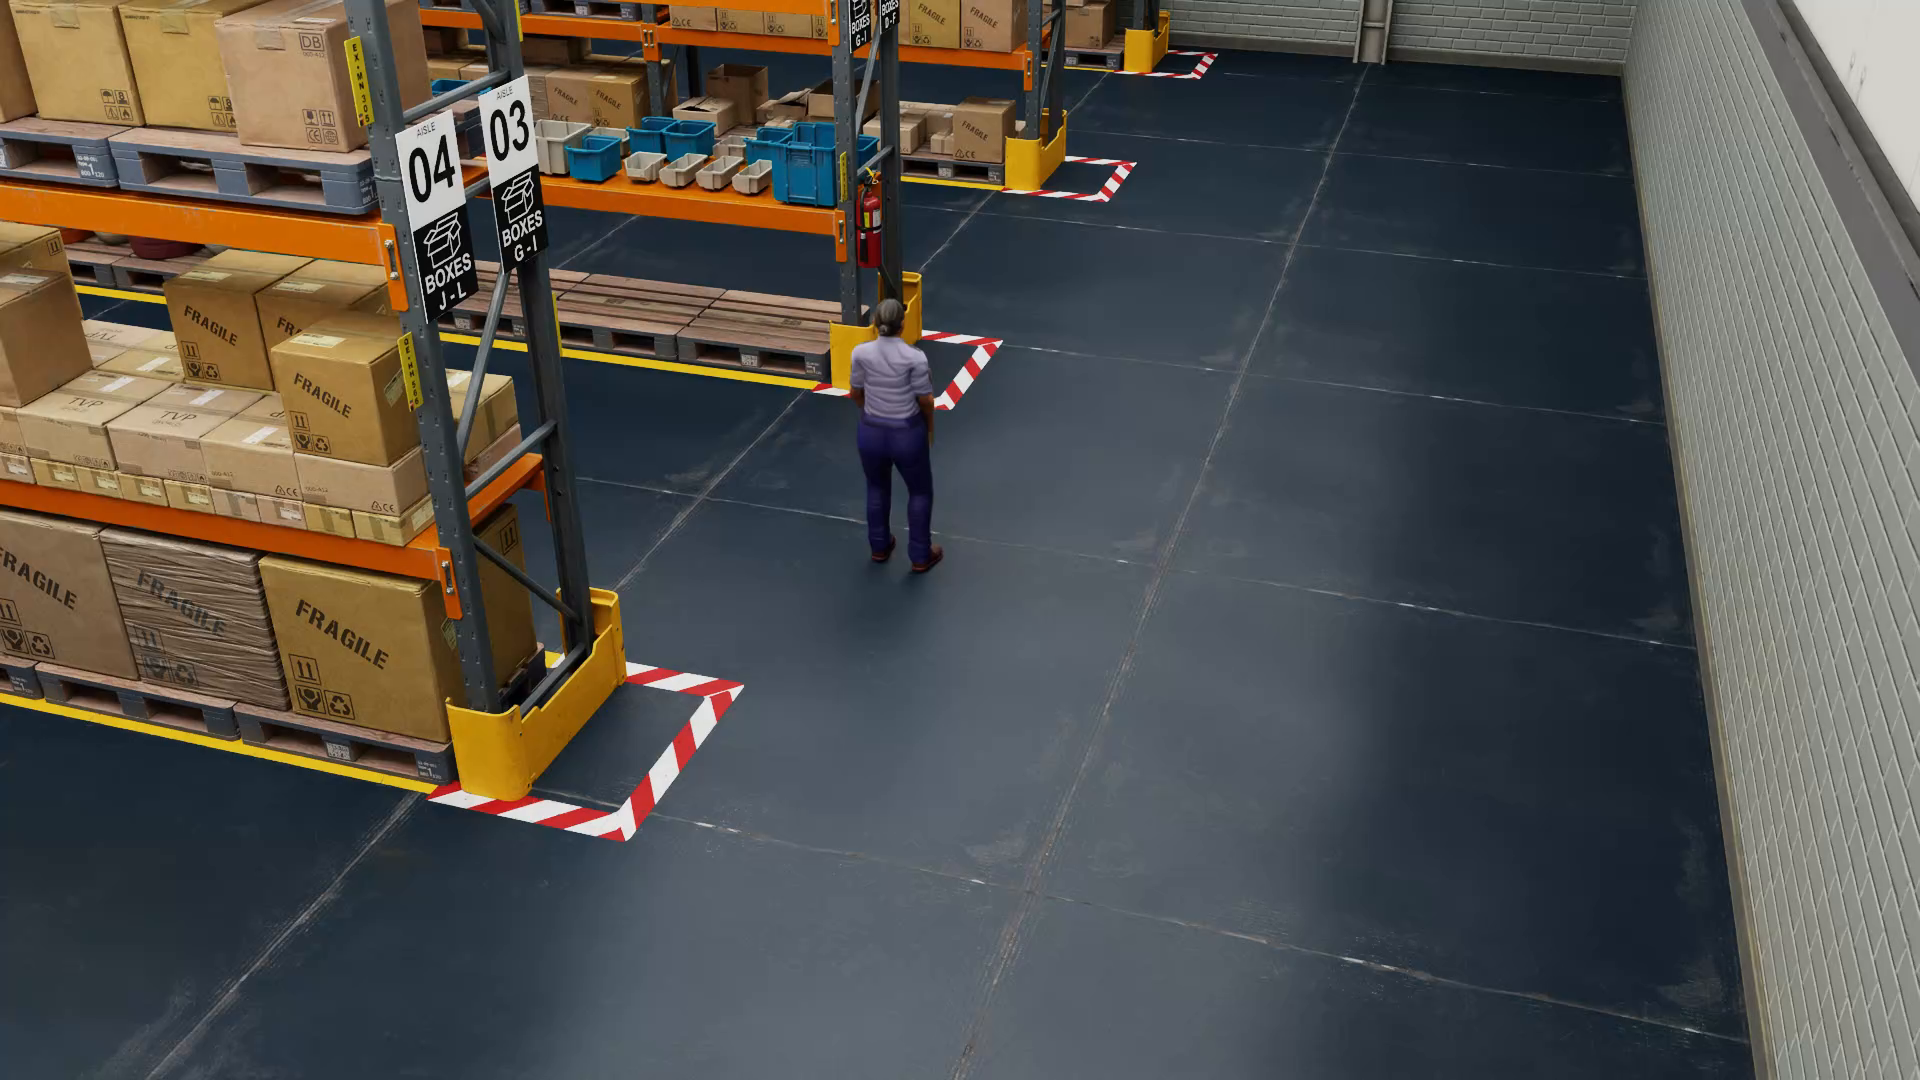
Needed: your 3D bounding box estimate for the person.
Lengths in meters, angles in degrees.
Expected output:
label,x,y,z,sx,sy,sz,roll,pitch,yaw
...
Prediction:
label,x,y,z,sx,sy,sz,roll,pitch,yaw
person,-0.365,-0.613,9.605,0.510,1.642,0.386,8,30,14
